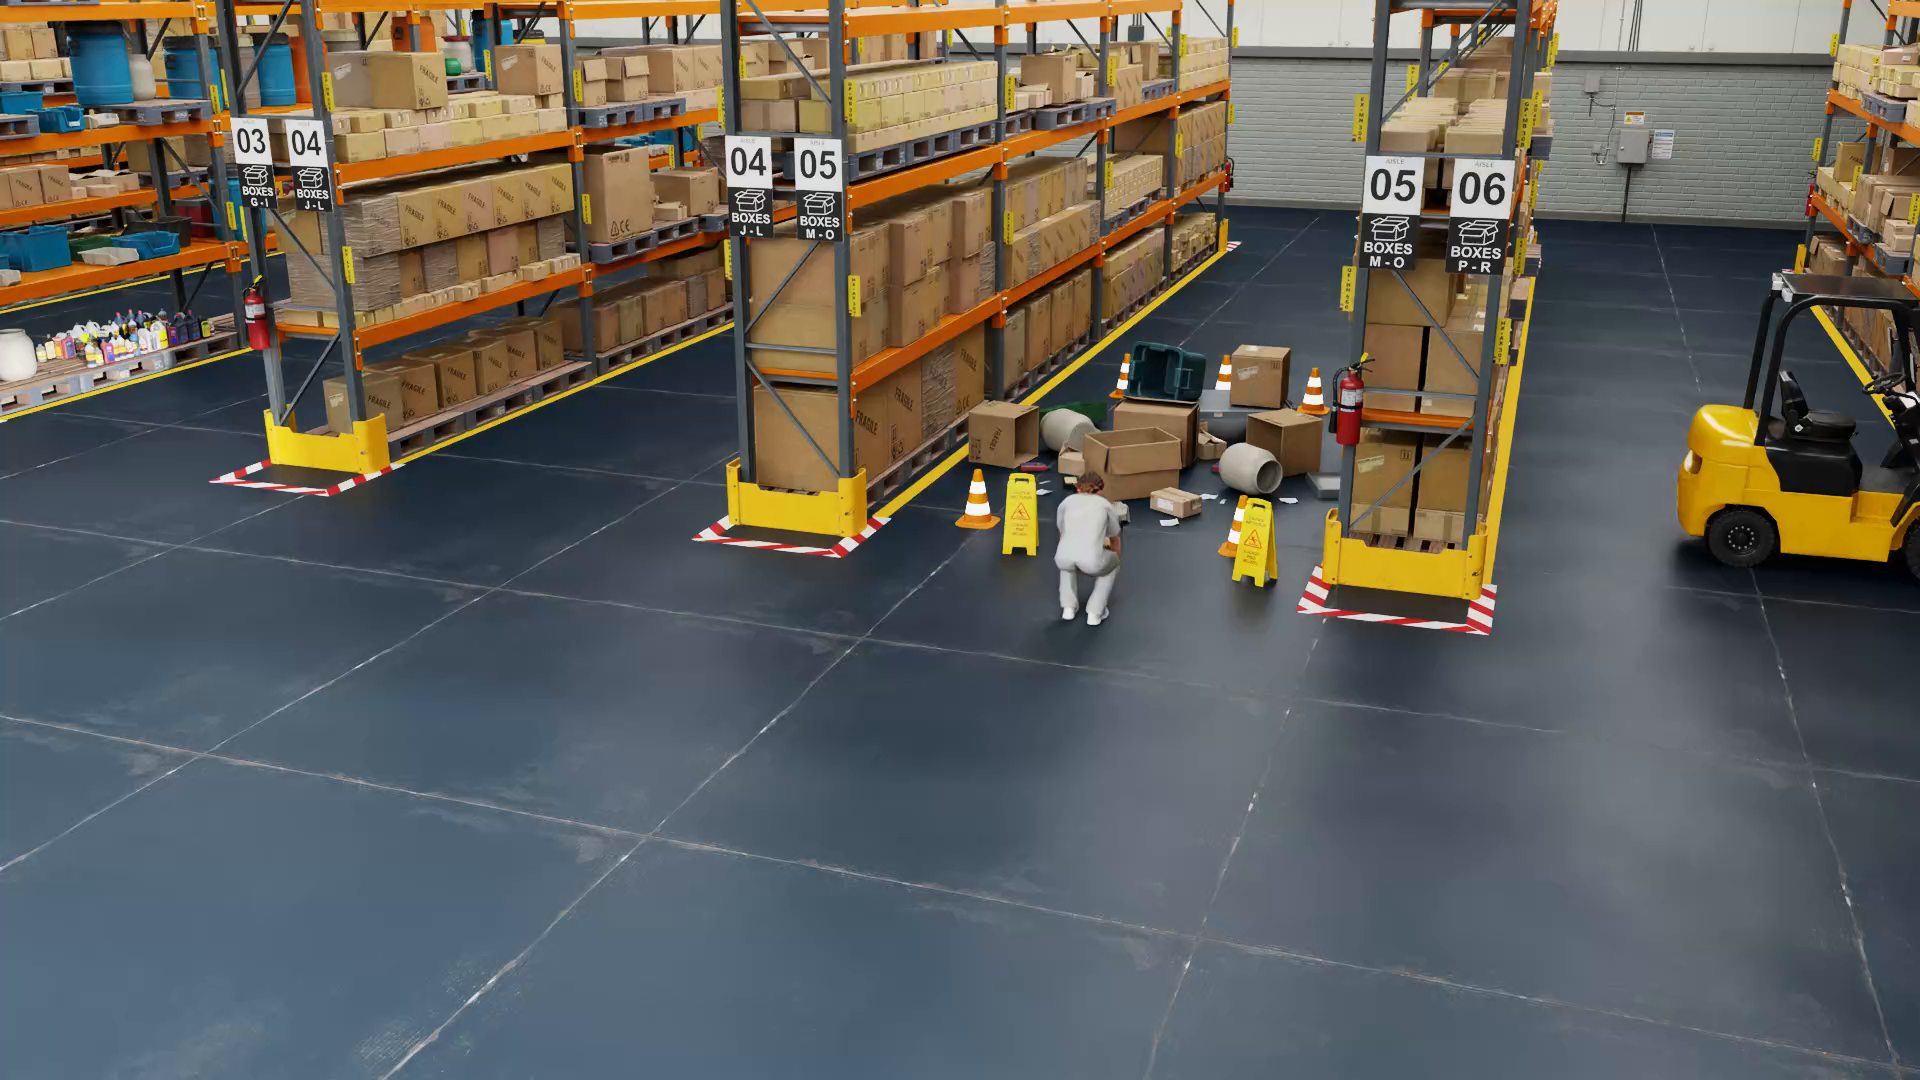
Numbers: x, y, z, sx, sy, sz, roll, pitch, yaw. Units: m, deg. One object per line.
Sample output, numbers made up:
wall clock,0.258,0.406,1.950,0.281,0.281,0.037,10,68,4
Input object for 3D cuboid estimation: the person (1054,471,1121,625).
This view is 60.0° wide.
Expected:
person,0.896,0.080,11.973,0.486,0.943,0.783,6,20,18
